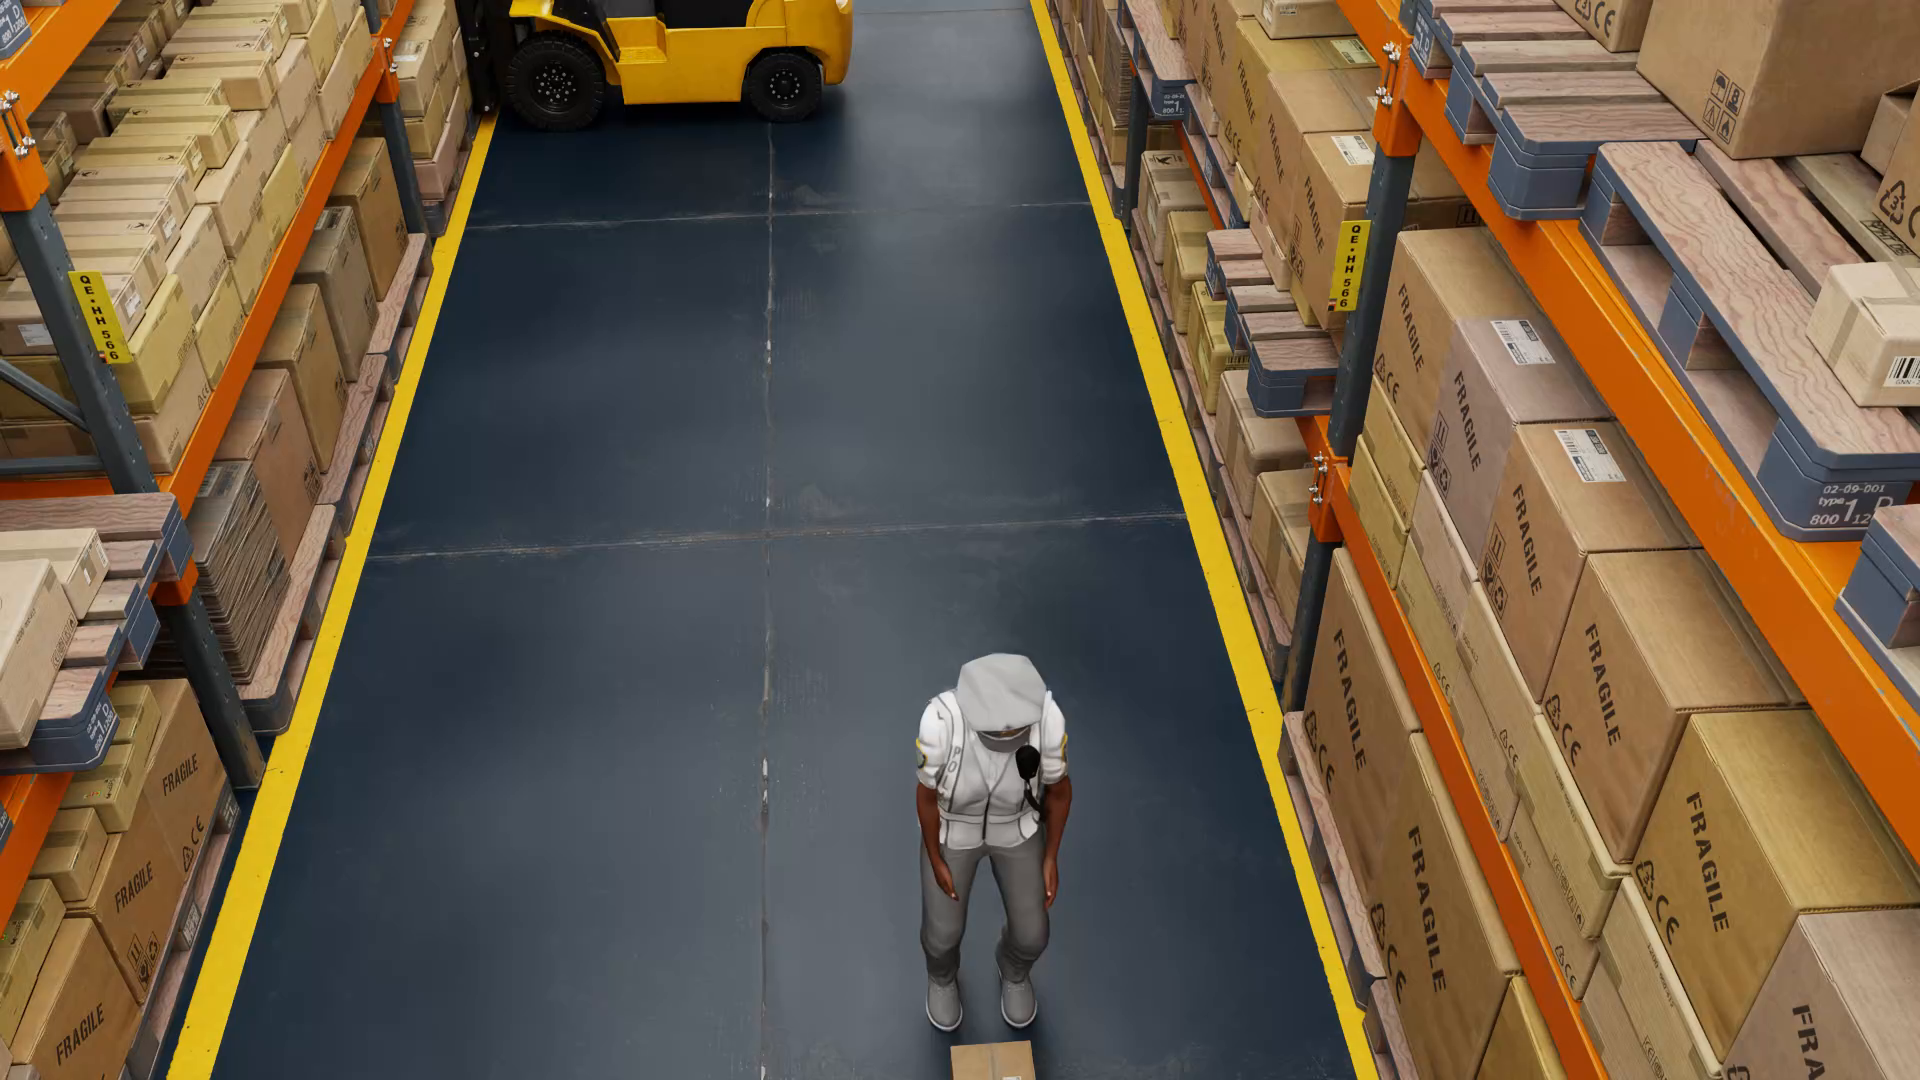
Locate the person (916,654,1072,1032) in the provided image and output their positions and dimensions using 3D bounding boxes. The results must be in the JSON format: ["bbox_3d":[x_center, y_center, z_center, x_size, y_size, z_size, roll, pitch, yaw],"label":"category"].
[{"bbox_3d":[0.101,0.926,5.083,0.465,1.604,0.479,-2,39,-3],"label":"person"}]
